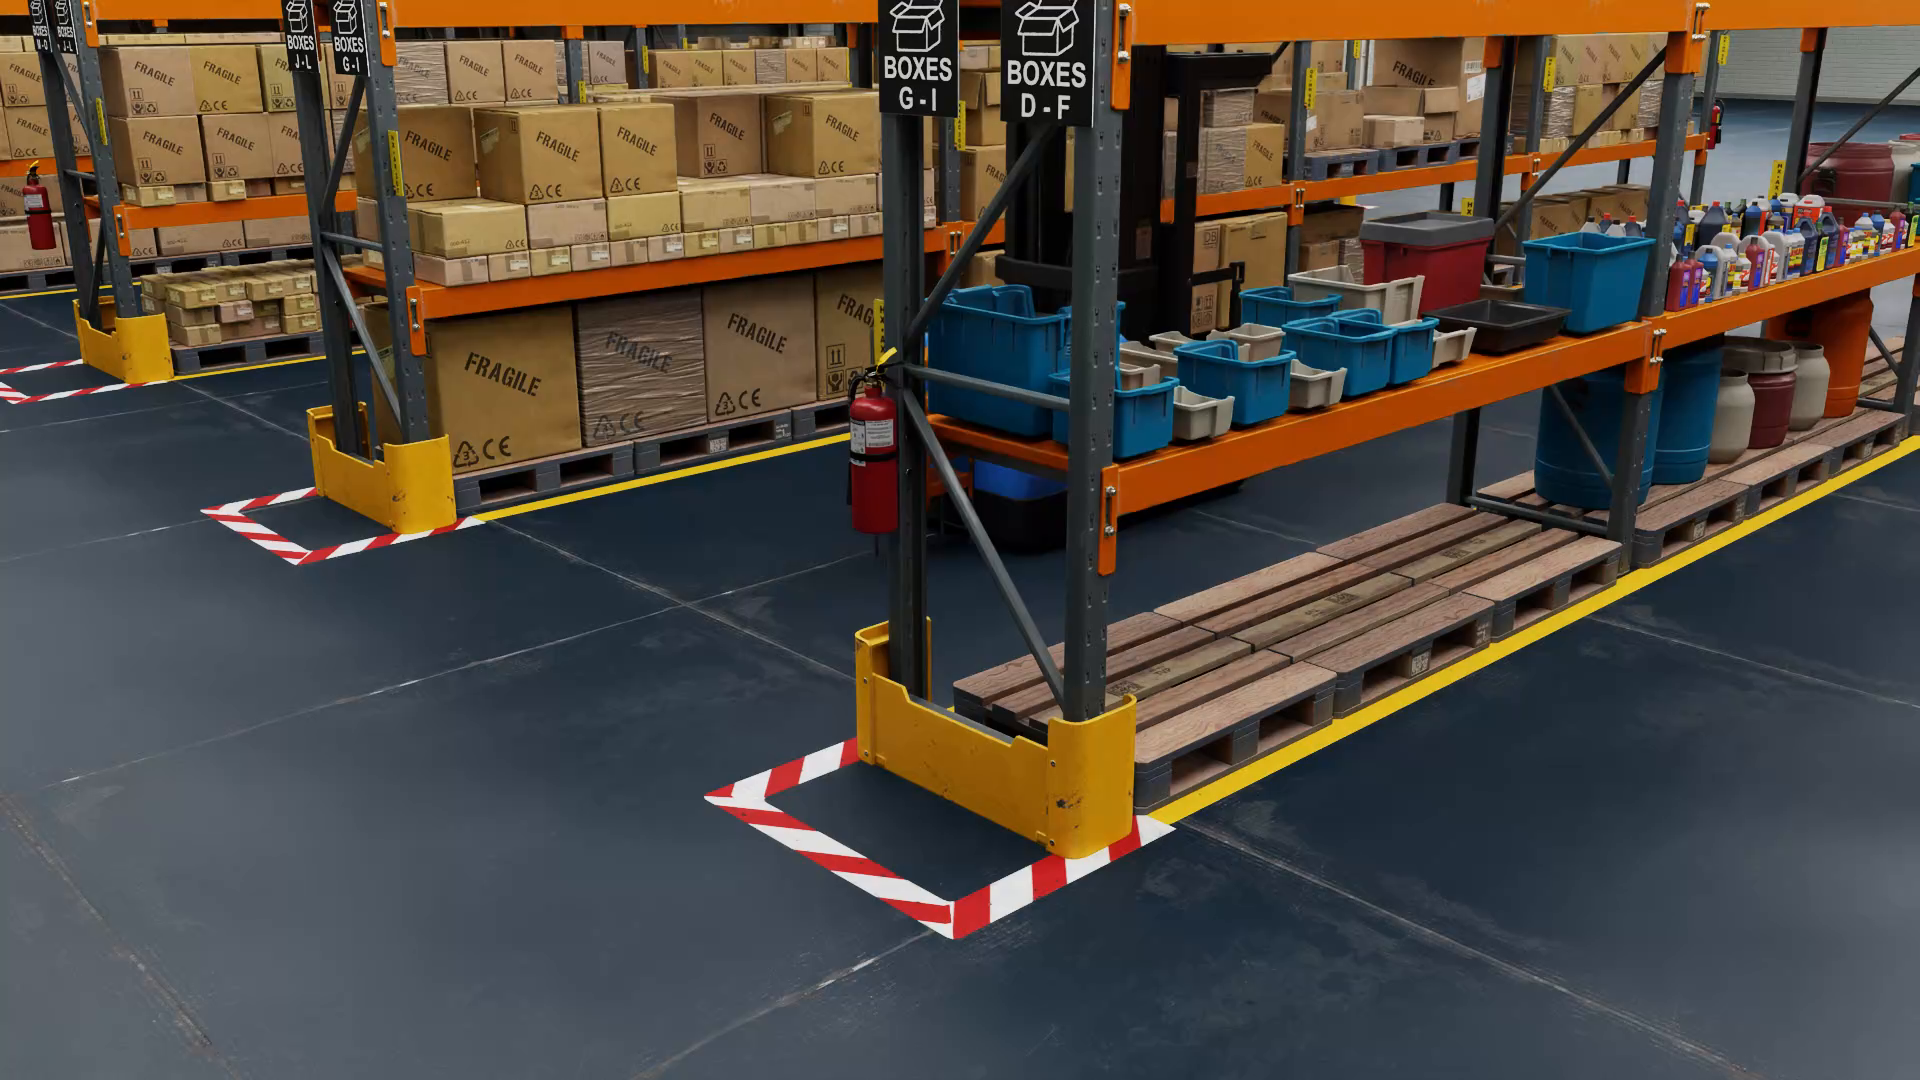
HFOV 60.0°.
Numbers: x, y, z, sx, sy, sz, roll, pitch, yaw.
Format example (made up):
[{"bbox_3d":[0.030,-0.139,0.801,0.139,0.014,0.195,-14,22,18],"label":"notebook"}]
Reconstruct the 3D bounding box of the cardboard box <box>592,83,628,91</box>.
[{"bbox_3d":[-4.463,-5.543,20.649,0.500,0.250,0.500,-16,24,-41],"label":"cardboard box"}]

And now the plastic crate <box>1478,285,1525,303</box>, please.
[{"bbox_3d":[2.583,-1.194,8.134,0.243,0.136,0.396,-16,24,-41],"label":"plastic crate"}]

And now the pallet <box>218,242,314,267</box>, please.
[{"bbox_3d":[-7.798,-3.218,18.569,1.213,0.211,1.003,-16,24,-41],"label":"pallet"}]

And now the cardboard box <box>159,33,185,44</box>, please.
[{"bbox_3d":[-8.170,-5.127,17.099,0.250,0.149,0.380,-17,24,-42],"label":"cardboard box"}]

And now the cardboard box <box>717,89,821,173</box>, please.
[{"bbox_3d":[-1.270,-2.748,11.140,0.500,0.500,0.500,-16,24,-41],"label":"cardboard box"}]

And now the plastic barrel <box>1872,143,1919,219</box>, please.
[{"bbox_3d":[6.527,-2.524,11.725,0.421,0.512,0.421,0,18,0],"label":"plastic barrel"}]

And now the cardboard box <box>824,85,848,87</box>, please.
[{"bbox_3d":[-1.227,-4.496,16.751,0.250,0.149,0.380,-15,23,-39],"label":"cardboard box"}]

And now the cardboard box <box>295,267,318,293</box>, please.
[{"bbox_3d":[-5.290,-2.152,13.736,0.250,0.149,0.380,-15,23,-39],"label":"cardboard box"}]

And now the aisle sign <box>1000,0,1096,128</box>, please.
[{"bbox_3d":[0.265,-1.665,5.041,0.004,0.787,0.394,-16,24,-41],"label":"aisle sign"}]

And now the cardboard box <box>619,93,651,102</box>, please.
[{"bbox_3d":[-2.917,-4.005,15.234,0.250,0.149,0.380,-15,23,-39],"label":"cardboard box"}]

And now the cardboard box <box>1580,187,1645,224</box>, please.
[{"bbox_3d":[7.460,-3.758,19.084,0.500,0.500,0.500,-9,20,-27],"label":"cardboard box"}]

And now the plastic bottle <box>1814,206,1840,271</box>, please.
[{"bbox_3d":[4.950,-1.734,9.549,0.185,0.351,0.144,-16,24,-41],"label":"plastic bottle"}]

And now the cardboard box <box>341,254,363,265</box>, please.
[{"bbox_3d":[-5.264,-2.375,14.424,0.250,0.149,0.380,-16,24,-41],"label":"cardboard box"}]

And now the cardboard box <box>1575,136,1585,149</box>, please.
[{"bbox_3d":[6.321,-4.186,17.438,0.250,0.149,0.380,-16,24,-41],"label":"cardboard box"}]

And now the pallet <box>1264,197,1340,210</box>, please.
[{"bbox_3d":[4.474,-4.630,22.922,1.213,0.211,1.003,-16,24,-41],"label":"pallet"}]

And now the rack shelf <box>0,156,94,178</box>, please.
[{"bbox_3d":[-8.645,-3.922,17.385,4.000,0.370,1.077,-16,24,-41],"label":"rack shelf"}]

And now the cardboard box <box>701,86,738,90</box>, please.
[{"bbox_3d":[-2.418,-4.426,16.534,0.250,0.149,0.380,-17,24,-42],"label":"cardboard box"}]

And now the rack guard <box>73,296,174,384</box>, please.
[{"bbox_3d":[-6.569,-1.580,13.047,0.348,0.500,1.175,-16,24,-41],"label":"rack guard"}]

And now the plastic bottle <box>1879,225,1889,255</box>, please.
[{"bbox_3d":[5.590,-1.839,10.117,0.097,0.201,0.097,0,18,0],"label":"plastic bottle"}]

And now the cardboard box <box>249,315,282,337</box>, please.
[{"bbox_3d":[-5.714,-1.764,13.503,0.250,0.149,0.380,-16,24,-40],"label":"cardboard box"}]

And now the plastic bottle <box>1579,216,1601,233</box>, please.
[{"bbox_3d":[3.462,-1.602,9.143,0.185,0.351,0.144,-16,24,-41],"label":"plastic bottle"}]

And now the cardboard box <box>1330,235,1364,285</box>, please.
[{"bbox_3d":[3.390,-2.602,15.487,0.700,0.500,0.500,15,24,39],"label":"cardboard box"}]

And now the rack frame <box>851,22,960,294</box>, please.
[{"bbox_3d":[-0.384,-2.467,11.732,0.127,3.000,1.000,-16,24,-41],"label":"rack frame"}]

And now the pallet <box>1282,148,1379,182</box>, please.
[{"bbox_3d":[2.968,-3.399,14.915,1.003,0.211,1.213,-16,24,-41],"label":"pallet"}]

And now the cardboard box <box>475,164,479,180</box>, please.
[{"bbox_3d":[-4.346,-3.206,14.418,0.380,0.149,0.250,17,25,42],"label":"cardboard box"}]

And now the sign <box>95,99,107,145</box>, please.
[{"bbox_3d":[-6.251,-3.043,12.103,0.005,0.325,0.100,-16,24,-41],"label":"sign"}]

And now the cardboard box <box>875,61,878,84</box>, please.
[{"bbox_3d":[-0.868,-6.603,23.843,0.500,0.500,0.500,-16,24,-41],"label":"cardboard box"}]

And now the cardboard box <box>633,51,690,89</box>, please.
[{"bbox_3d":[-3.800,-5.968,21.204,0.500,0.500,0.500,17,25,42],"label":"cardboard box"}]

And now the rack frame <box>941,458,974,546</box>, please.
[{"bbox_3d":[-0.015,-0.568,8.792,0.015,1.200,0.240,-17,24,-42],"label":"rack frame"}]

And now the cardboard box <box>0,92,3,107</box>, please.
[{"bbox_3d":[-9.554,-4.402,15.914,0.500,0.500,0.500,-17,25,-42],"label":"cardboard box"}]

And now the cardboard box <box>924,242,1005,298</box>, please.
[{"bbox_3d":[0.068,-1.797,12.427,0.875,0.875,1.225,-16,24,-41],"label":"cardboard box"}]

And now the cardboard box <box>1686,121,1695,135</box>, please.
[{"bbox_3d":[8.271,-4.784,19.284,0.250,0.149,0.380,-16,24,-41],"label":"cardboard box"}]

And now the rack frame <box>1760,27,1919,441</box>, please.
[{"bbox_3d":[5.926,-2.205,10.922,0.127,3.000,1.000,-16,24,-41],"label":"rack frame"}]

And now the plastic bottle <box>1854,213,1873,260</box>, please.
[{"bbox_3d":[5.378,-1.811,9.915,0.097,0.271,0.097,0,18,0],"label":"plastic bottle"}]

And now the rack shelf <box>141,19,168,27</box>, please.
[{"bbox_3d":[-9.152,-7.308,22.965,4.000,0.370,1.077,-16,24,-41],"label":"rack shelf"}]

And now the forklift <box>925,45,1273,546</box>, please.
[{"bbox_3d":[1.042,-1.733,9.578,3.031,2.935,1.130,-17,24,-42],"label":"forklift"}]

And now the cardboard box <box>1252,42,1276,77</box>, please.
[{"bbox_3d":[3.573,-6.291,21.532,0.500,0.550,0.875,-16,24,-41],"label":"cardboard box"}]

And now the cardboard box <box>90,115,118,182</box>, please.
[{"bbox_3d":[-6.475,-3.095,13.022,0.500,0.500,0.500,-16,24,-40],"label":"cardboard box"}]

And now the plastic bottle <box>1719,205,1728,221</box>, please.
[{"bbox_3d":[4.686,-1.931,10.286,0.097,0.271,0.097,0,18,0],"label":"plastic bottle"}]

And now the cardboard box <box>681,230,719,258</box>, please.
[{"bbox_3d":[-1.689,-1.828,10.166,0.250,0.149,0.380,-17,25,-42],"label":"cardboard box"}]

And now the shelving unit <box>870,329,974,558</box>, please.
[{"bbox_3d":[-0.189,-0.515,8.629,0.503,1.200,0.258,-17,24,-42],"label":"shelving unit"}]

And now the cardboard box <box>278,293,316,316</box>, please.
[{"bbox_3d":[-5.451,-1.939,13.560,0.250,0.149,0.380,-15,23,-39],"label":"cardboard box"}]

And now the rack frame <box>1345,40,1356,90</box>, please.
[{"bbox_3d":[5.002,-6.143,23.069,0.127,3.000,1.000,-16,24,-41],"label":"rack frame"}]

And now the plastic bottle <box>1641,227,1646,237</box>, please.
[{"bbox_3d":[3.815,-1.613,9.303,0.097,0.271,0.097,0,18,0],"label":"plastic bottle"}]

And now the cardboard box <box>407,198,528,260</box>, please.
[{"bbox_3d":[-2.756,-1.731,9.222,0.500,0.250,0.500,-17,25,-42],"label":"cardboard box"}]

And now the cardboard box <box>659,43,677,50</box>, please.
[{"bbox_3d":[-4.768,-8.128,27.494,0.250,0.149,0.380,-16,24,-41],"label":"cardboard box"}]

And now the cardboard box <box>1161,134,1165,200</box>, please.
[{"bbox_3d":[1.223,-2.880,12.841,0.500,0.500,0.500,-16,24,-40],"label":"cardboard box"}]

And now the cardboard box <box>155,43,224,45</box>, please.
[{"bbox_3d":[-6.094,-3.678,13.198,0.500,0.500,0.500,17,25,42],"label":"cardboard box"}]

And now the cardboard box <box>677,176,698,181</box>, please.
[{"bbox_3d":[-2.006,-2.179,10.602,0.500,0.250,0.500,-16,24,-41],"label":"cardboard box"}]

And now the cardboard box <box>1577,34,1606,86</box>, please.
[{"bbox_3d":[6.293,-4.972,17.191,0.500,0.500,0.500,-16,24,-41],"label":"cardboard box"}]

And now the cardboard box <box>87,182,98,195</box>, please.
[{"bbox_3d":[-11.248,-4.634,22.091,0.500,0.311,0.500,-15,23,-39],"label":"cardboard box"}]

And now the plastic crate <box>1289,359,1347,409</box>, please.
[{"bbox_3d":[1.301,-0.585,6.255,0.298,0.136,0.250,-16,24,-41],"label":"plastic crate"}]
